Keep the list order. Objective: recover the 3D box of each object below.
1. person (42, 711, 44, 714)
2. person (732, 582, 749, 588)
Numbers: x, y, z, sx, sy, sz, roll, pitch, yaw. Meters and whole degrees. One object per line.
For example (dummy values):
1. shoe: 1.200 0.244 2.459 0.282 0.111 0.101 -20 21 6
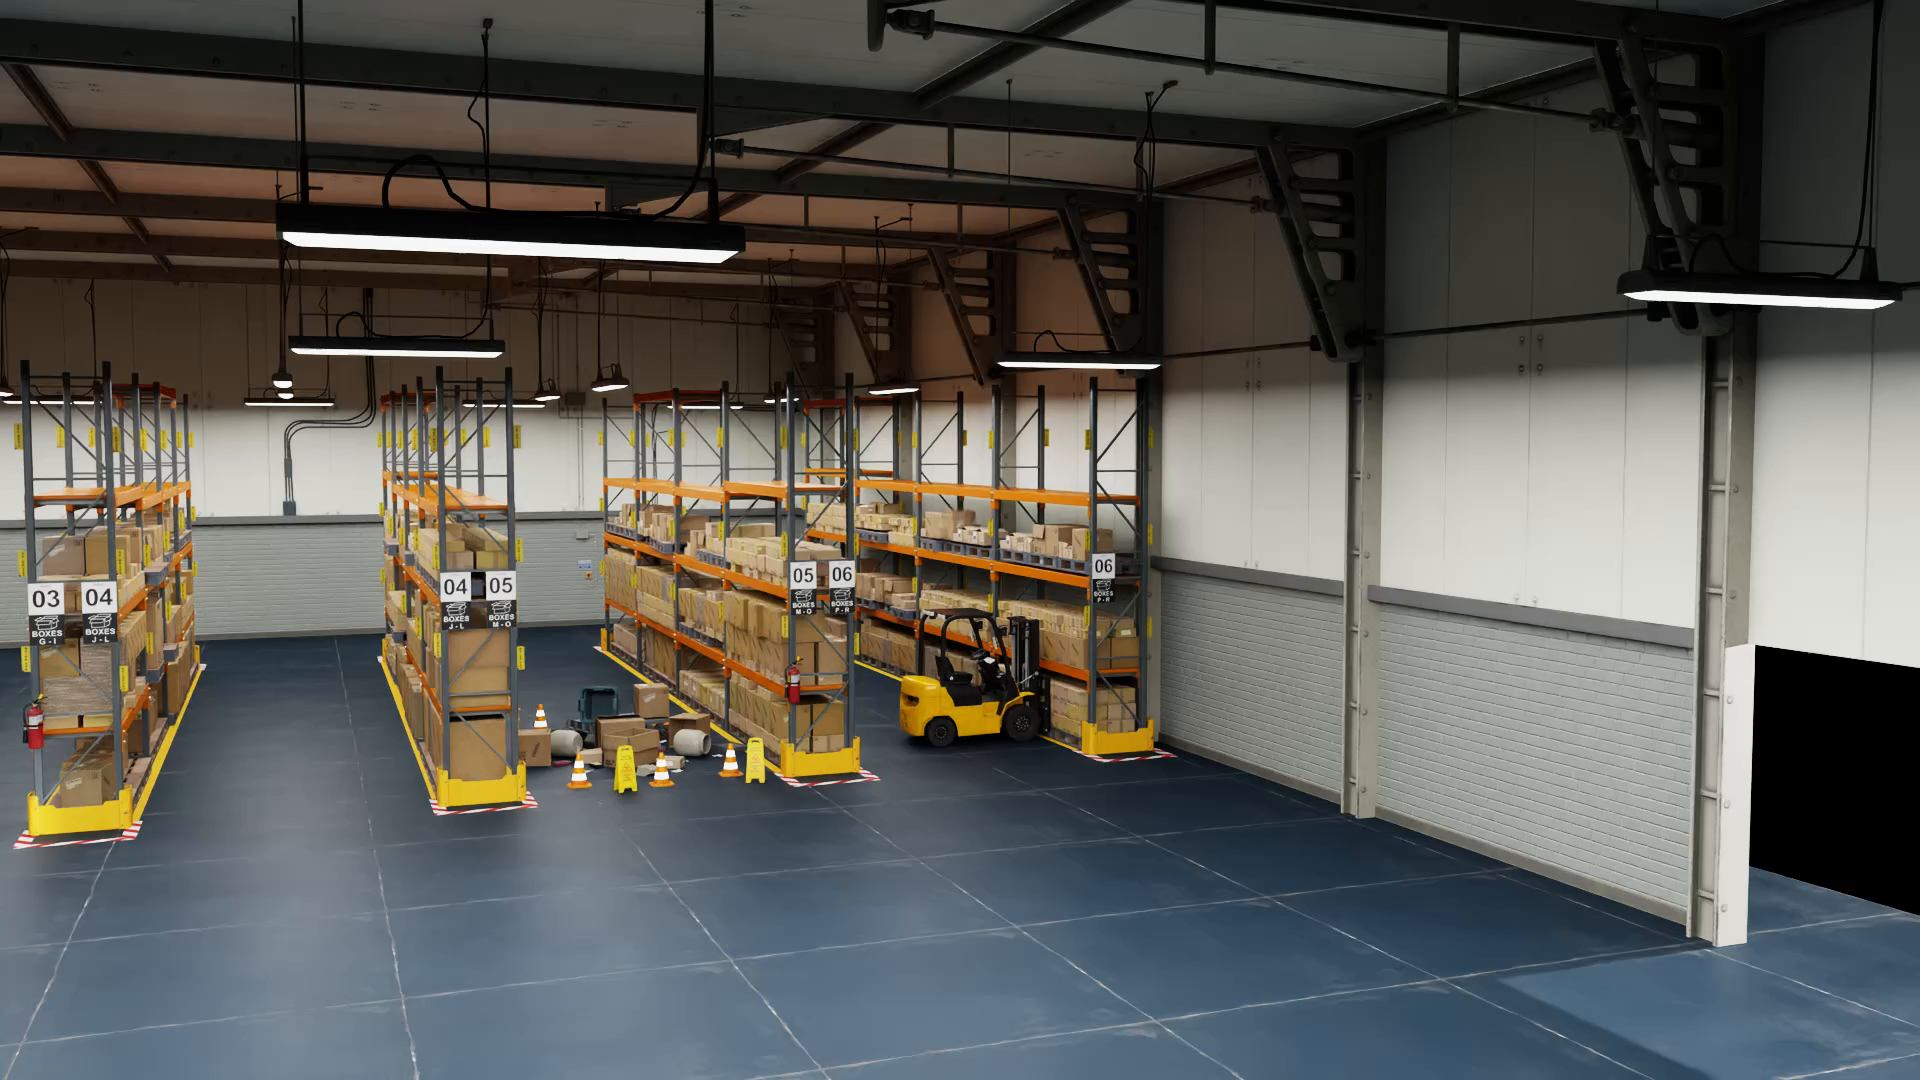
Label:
1. person: -16.556 2.357 30.278 0.546 1.609 1.058 -2 4 -24
2. person: -5.551 1.616 41.935 1.113 1.748 0.616 -3 4 -39
